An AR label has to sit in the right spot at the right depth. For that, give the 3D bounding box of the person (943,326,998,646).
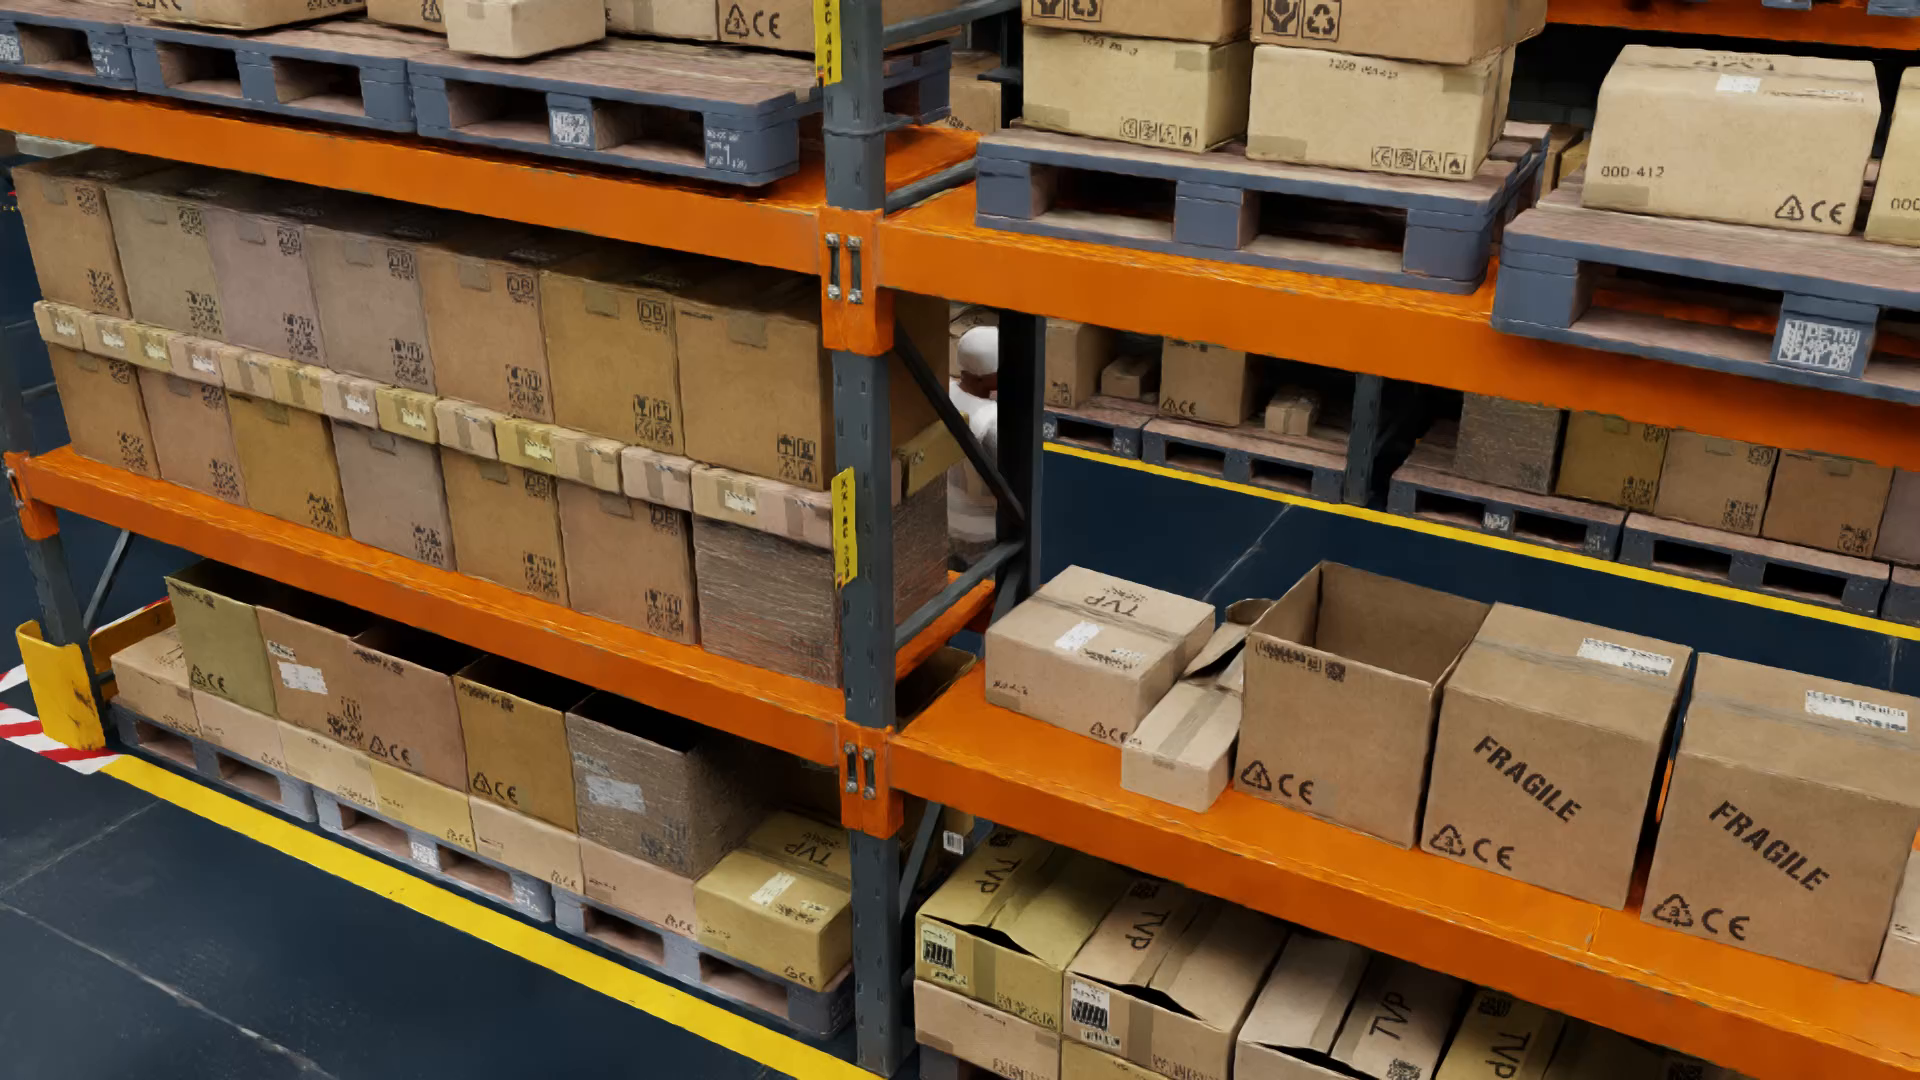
[{"bbox_3d":[0.067,-0.077,6.972,0.415,1.783,0.629,-21,33,-37],"label":"person"}]
